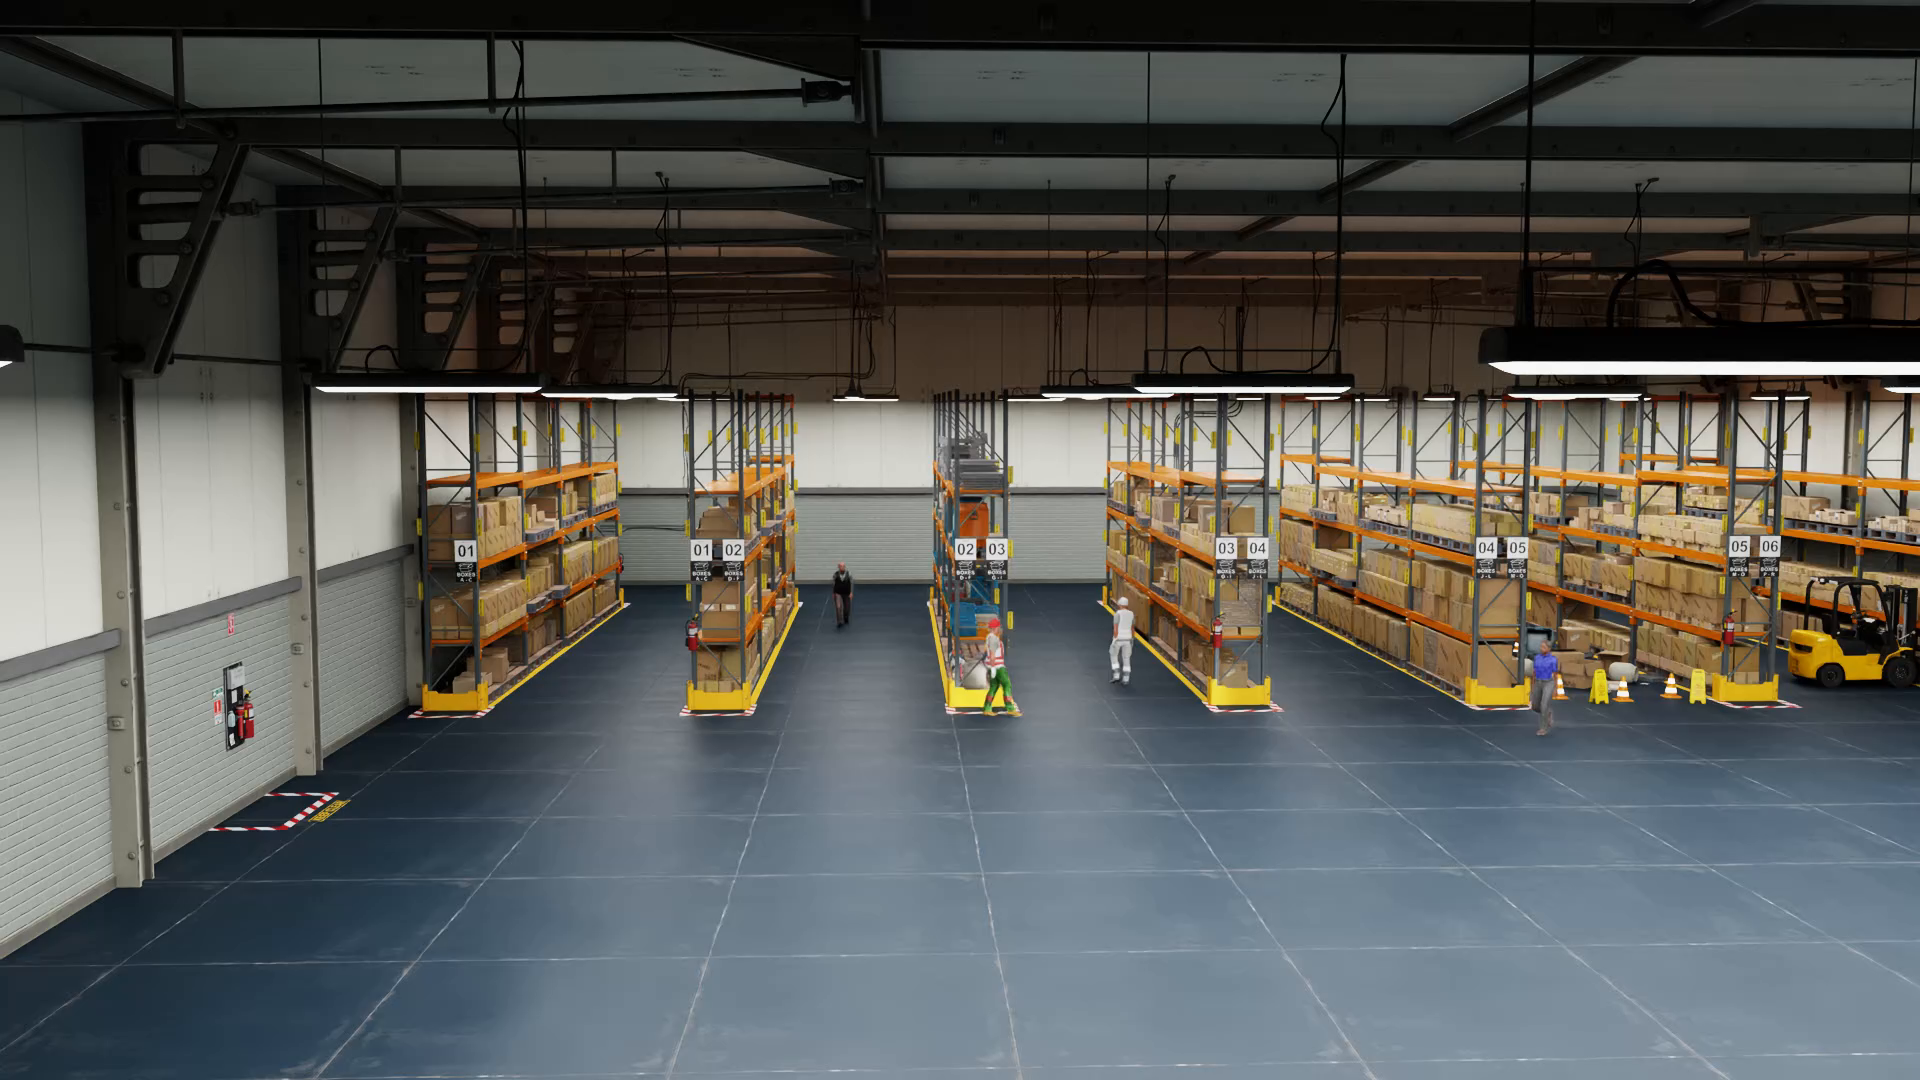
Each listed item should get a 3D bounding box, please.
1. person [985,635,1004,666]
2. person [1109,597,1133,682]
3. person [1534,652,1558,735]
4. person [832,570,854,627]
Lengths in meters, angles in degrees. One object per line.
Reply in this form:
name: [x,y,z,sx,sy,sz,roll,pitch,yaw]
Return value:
person: [0.637,2.003,30.461,0.323,0.560,0.410,-1,5,-13]
person: [3.321,2.020,33.965,0.445,1.704,0.542,-1,5,-13]
person: [5.229,2.088,34.867,1.290,1.563,15.974,-4,6,-42]
person: [-3.010,1.486,42.826,0.547,1.485,0.948,0,5,-6]
